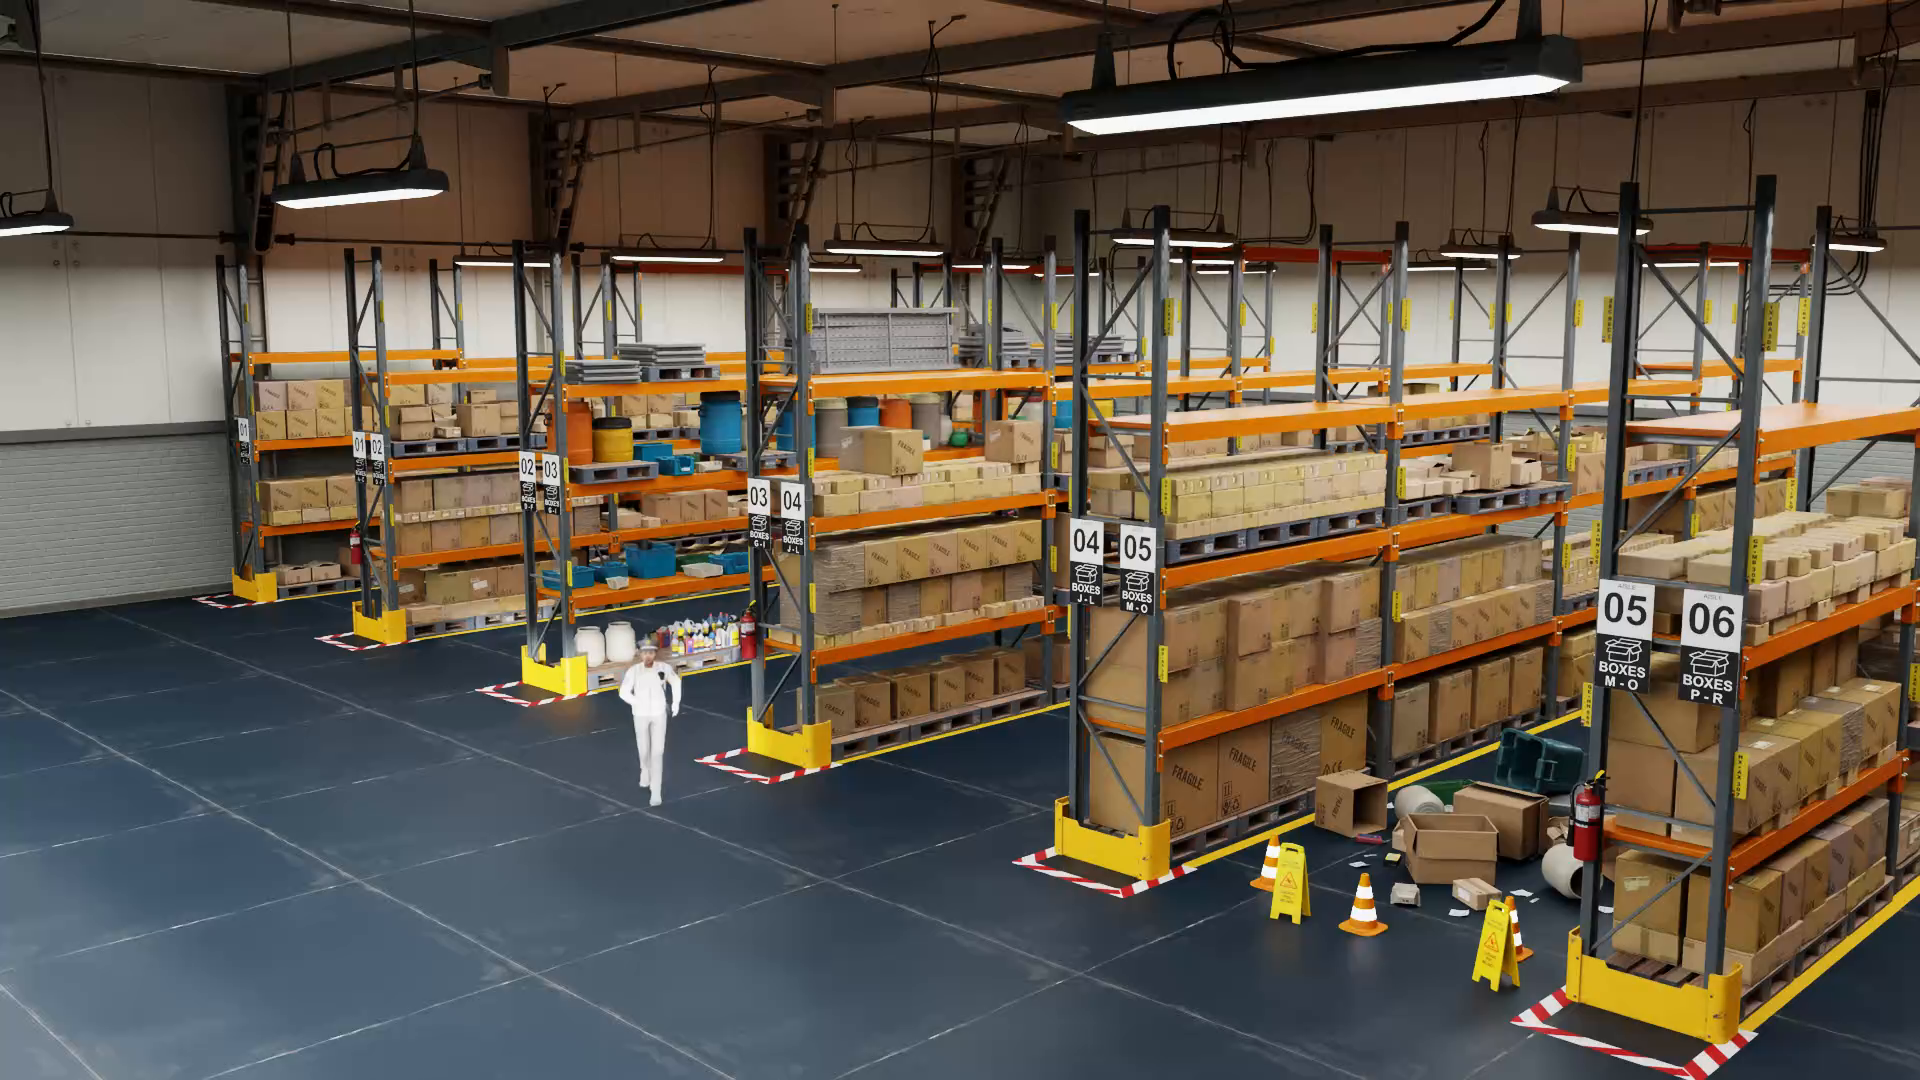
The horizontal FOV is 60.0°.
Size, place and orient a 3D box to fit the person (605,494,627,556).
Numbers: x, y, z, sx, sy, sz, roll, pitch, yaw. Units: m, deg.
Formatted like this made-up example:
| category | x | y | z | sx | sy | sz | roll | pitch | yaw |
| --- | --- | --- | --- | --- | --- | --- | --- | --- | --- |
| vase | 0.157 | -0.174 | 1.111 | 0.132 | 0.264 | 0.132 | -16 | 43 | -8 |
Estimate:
| category | x | y | z | sx | sy | sz | roll | pitch | yaw |
| --- | --- | --- | --- | --- | --- | --- | --- | --- | --- |
| person | -6.432 | -0.048 | 31.161 | 0.593 | 1.640 | 0.875 | 7 | 11 | 41 |

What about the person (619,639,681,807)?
| category | x | y | z | sx | sy | sz | roll | pitch | yaw |
| --- | --- | --- | --- | --- | --- | --- | --- | --- | --- |
| person | -3.248 | 1.863 | 17.487 | 0.635 | 1.722 | 0.827 | -1 | 8 | -9 |
